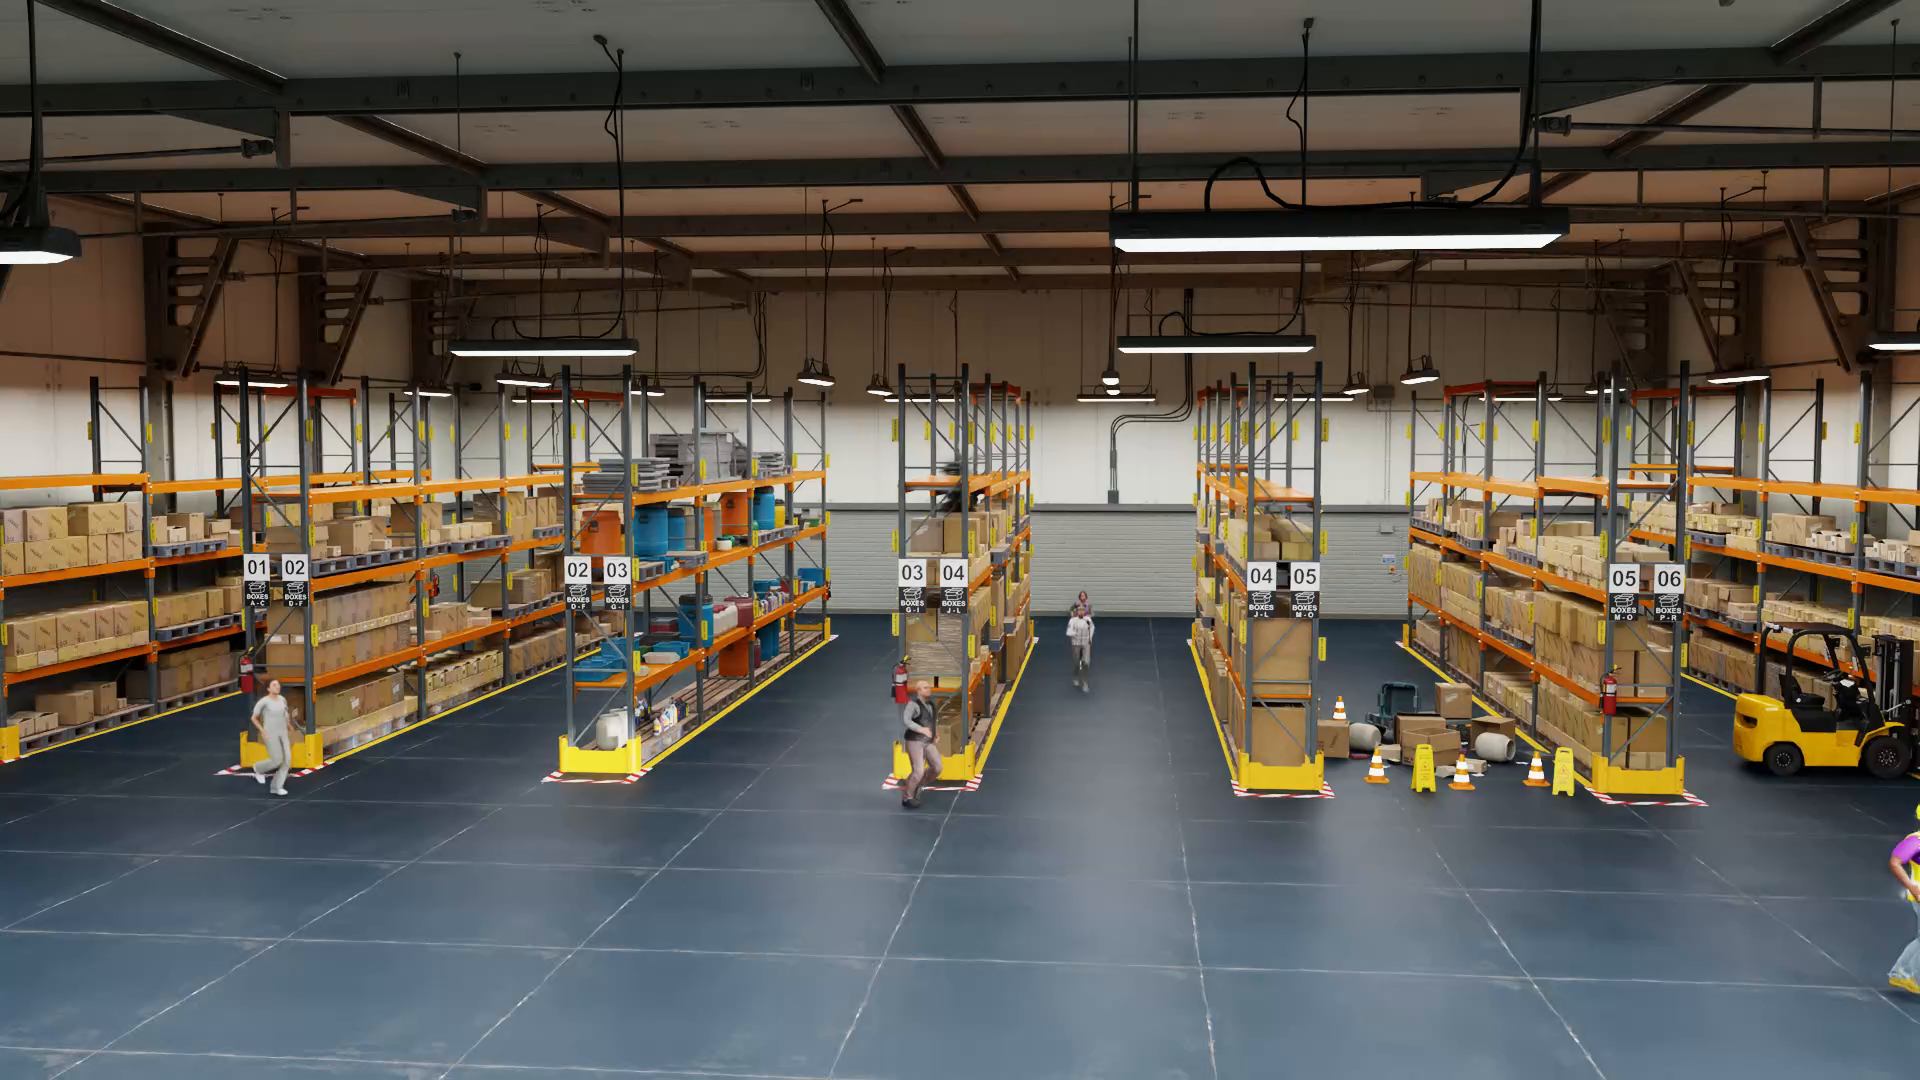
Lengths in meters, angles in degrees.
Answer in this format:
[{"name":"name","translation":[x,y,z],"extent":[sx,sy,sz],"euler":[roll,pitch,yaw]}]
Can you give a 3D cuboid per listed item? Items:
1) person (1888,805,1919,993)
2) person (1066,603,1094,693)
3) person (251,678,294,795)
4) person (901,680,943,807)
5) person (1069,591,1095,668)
[{"name":"person","translation":[8.538,3.204,14.619],"extent":[0.685,1.829,0.653],"euler":[-4,5,-45]},{"name":"person","translation":[2.345,2.081,32.386],"extent":[0.557,1.737,0.816],"euler":[0,4,0]},{"name":"person","translation":[-9.542,2.720,23.084],"extent":[0.577,1.612,0.575],"euler":[2,4,31]},{"name":"person","translation":[-0.456,2.732,22.384],"extent":[0.568,1.674,0.709],"euler":[3,5,36]},{"name":"person","translation":[2.632,1.902,35.799],"extent":[0.528,1.641,0.766],"euler":[0,4,-3]}]
